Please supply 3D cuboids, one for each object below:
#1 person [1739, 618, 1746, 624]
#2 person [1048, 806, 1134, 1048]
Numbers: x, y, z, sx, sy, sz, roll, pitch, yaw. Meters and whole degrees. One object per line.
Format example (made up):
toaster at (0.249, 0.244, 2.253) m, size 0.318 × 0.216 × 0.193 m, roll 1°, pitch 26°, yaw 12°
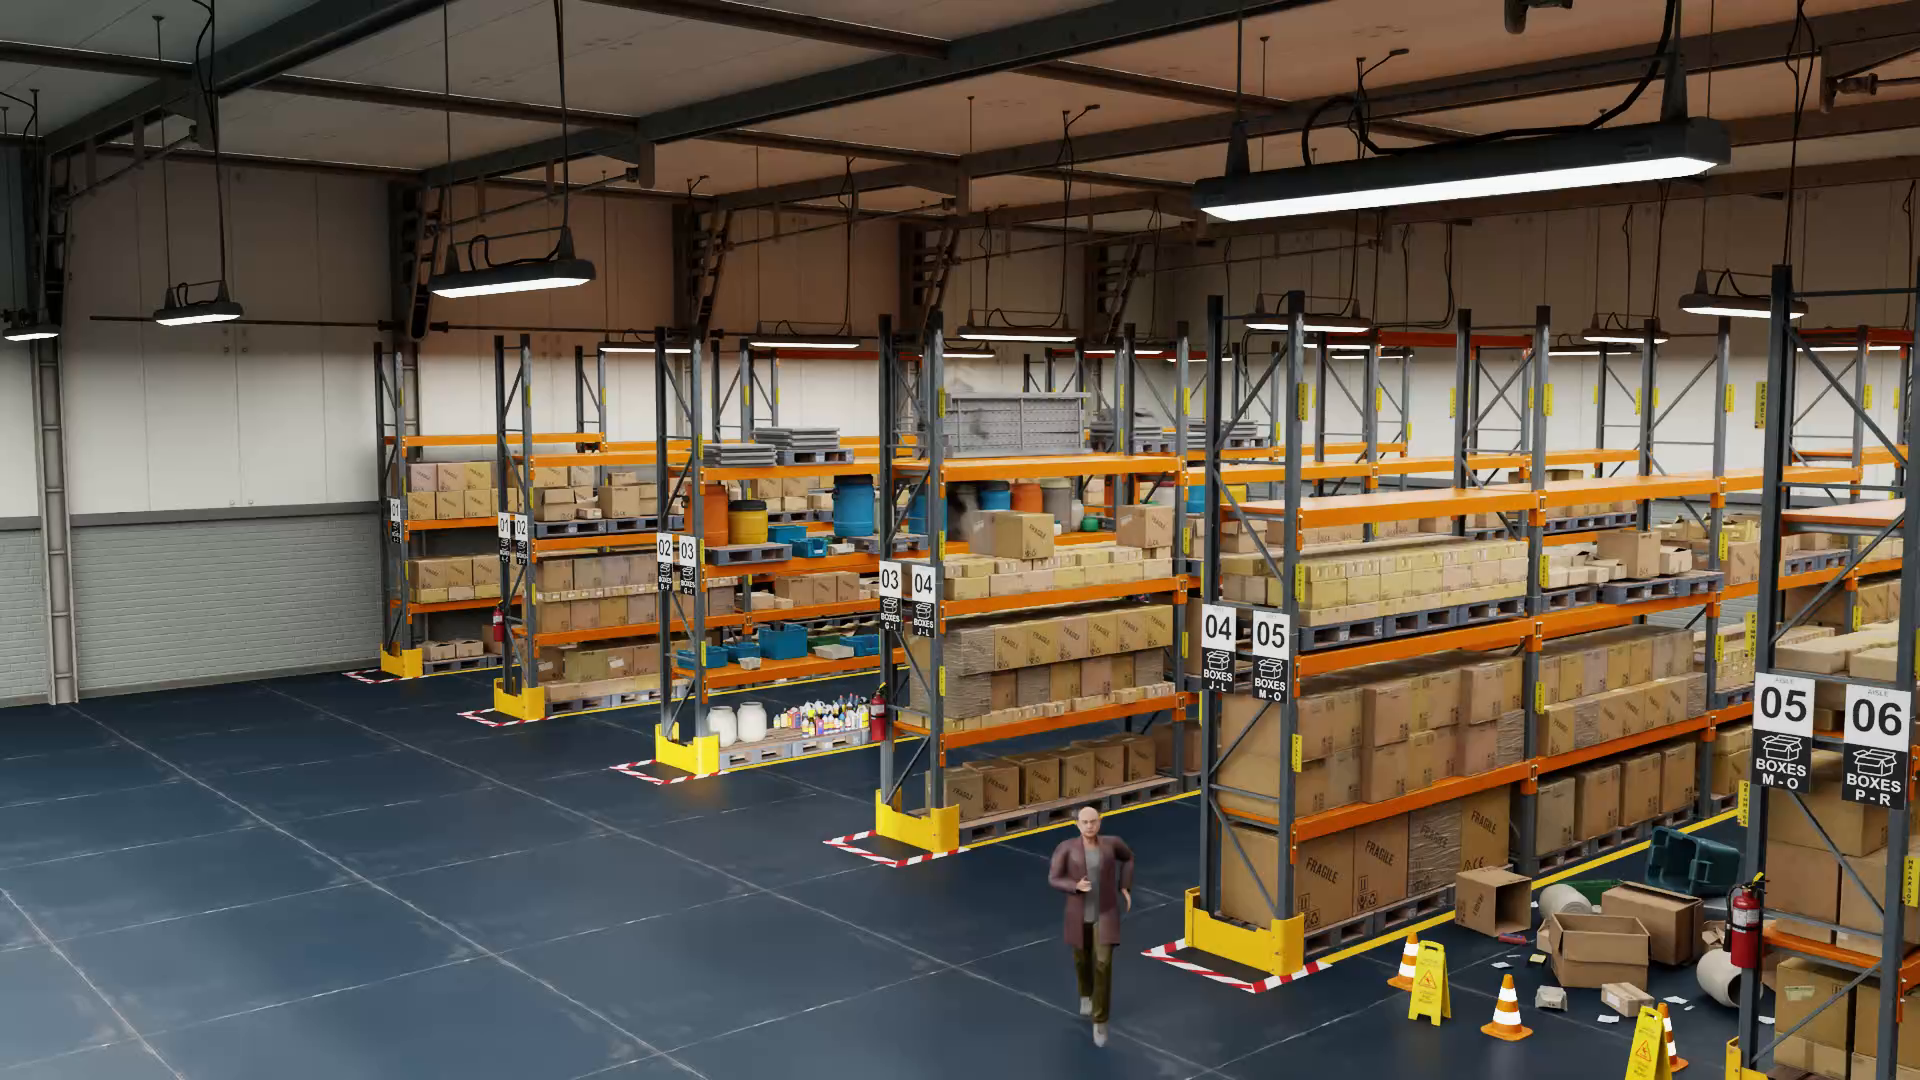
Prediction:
person at (11.988, 2.013, 25.638) m, size 0.543 × 1.658 × 0.520 m, roll -4°, pitch 7°, yaw -37°
person at (1.055, 3.052, 13.410) m, size 0.675 × 1.838 × 0.844 m, roll 1°, pitch 5°, yaw 8°
